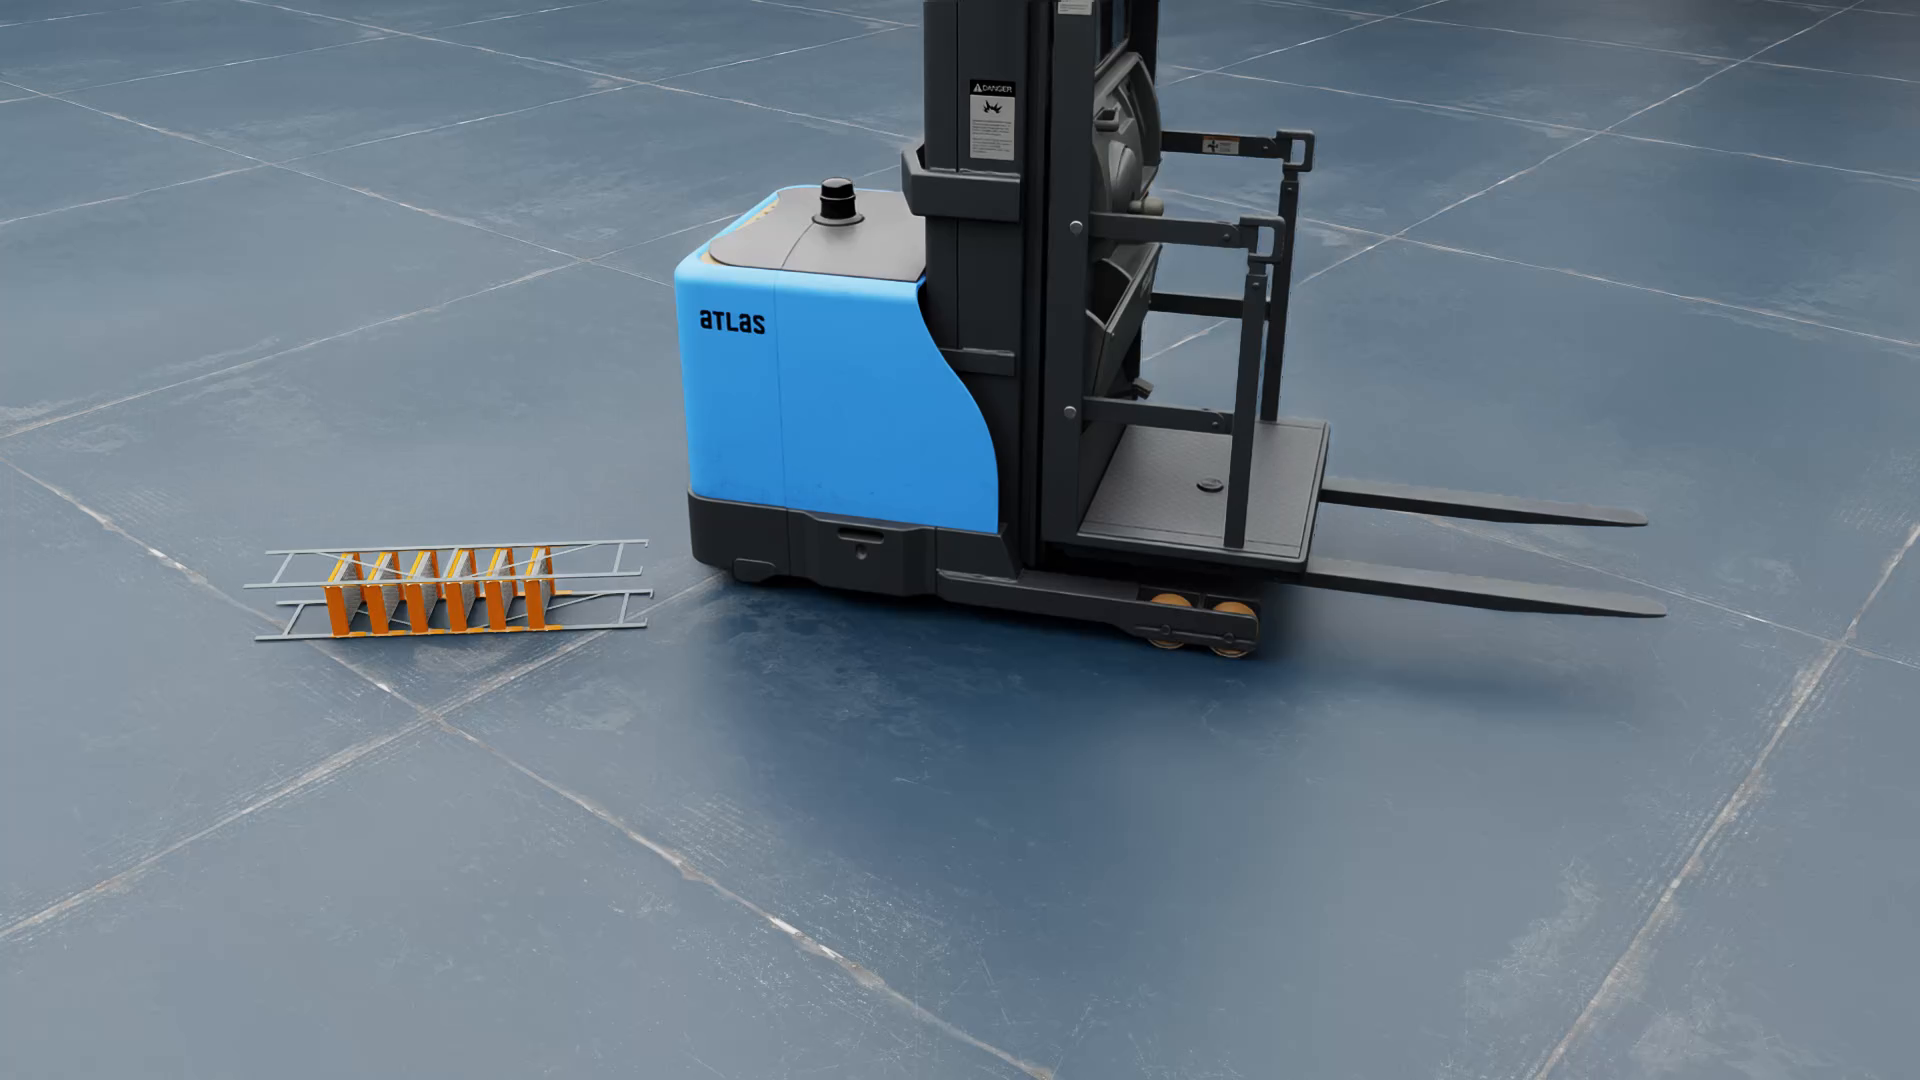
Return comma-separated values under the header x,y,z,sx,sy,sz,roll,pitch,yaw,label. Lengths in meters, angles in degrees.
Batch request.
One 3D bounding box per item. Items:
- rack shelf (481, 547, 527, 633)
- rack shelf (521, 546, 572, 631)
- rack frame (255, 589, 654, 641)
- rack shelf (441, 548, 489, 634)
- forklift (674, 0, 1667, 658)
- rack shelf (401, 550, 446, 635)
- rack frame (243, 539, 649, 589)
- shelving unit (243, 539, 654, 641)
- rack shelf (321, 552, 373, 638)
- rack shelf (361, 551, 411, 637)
x,y,z,sx,sy,sz,roll,pitch,yaw,label
-1.426,0.149,5.251,0.103,0.180,0.258,-2,27,-3,rack shelf
-1.306,0.145,5.258,0.103,0.180,0.258,-2,27,-3,rack shelf
-1.590,0.236,5.283,1.200,0.006,0.240,-2,27,-3,rack frame
-1.546,0.153,5.244,0.103,0.180,0.258,-2,27,-3,rack shelf
0.687,-1.216,4.910,3.031,2.935,1.130,7,28,13,forklift
-1.665,0.157,5.236,0.103,0.180,0.258,-2,27,-3,rack shelf
-1.590,0.073,5.199,1.200,0.006,0.240,-2,27,-3,rack frame
-1.590,0.154,5.241,1.200,0.189,0.258,-2,27,-3,shelving unit
-1.905,0.164,5.222,0.103,0.180,0.258,-2,27,-3,rack shelf
-1.785,0.161,5.229,0.103,0.180,0.258,-2,27,-3,rack shelf
